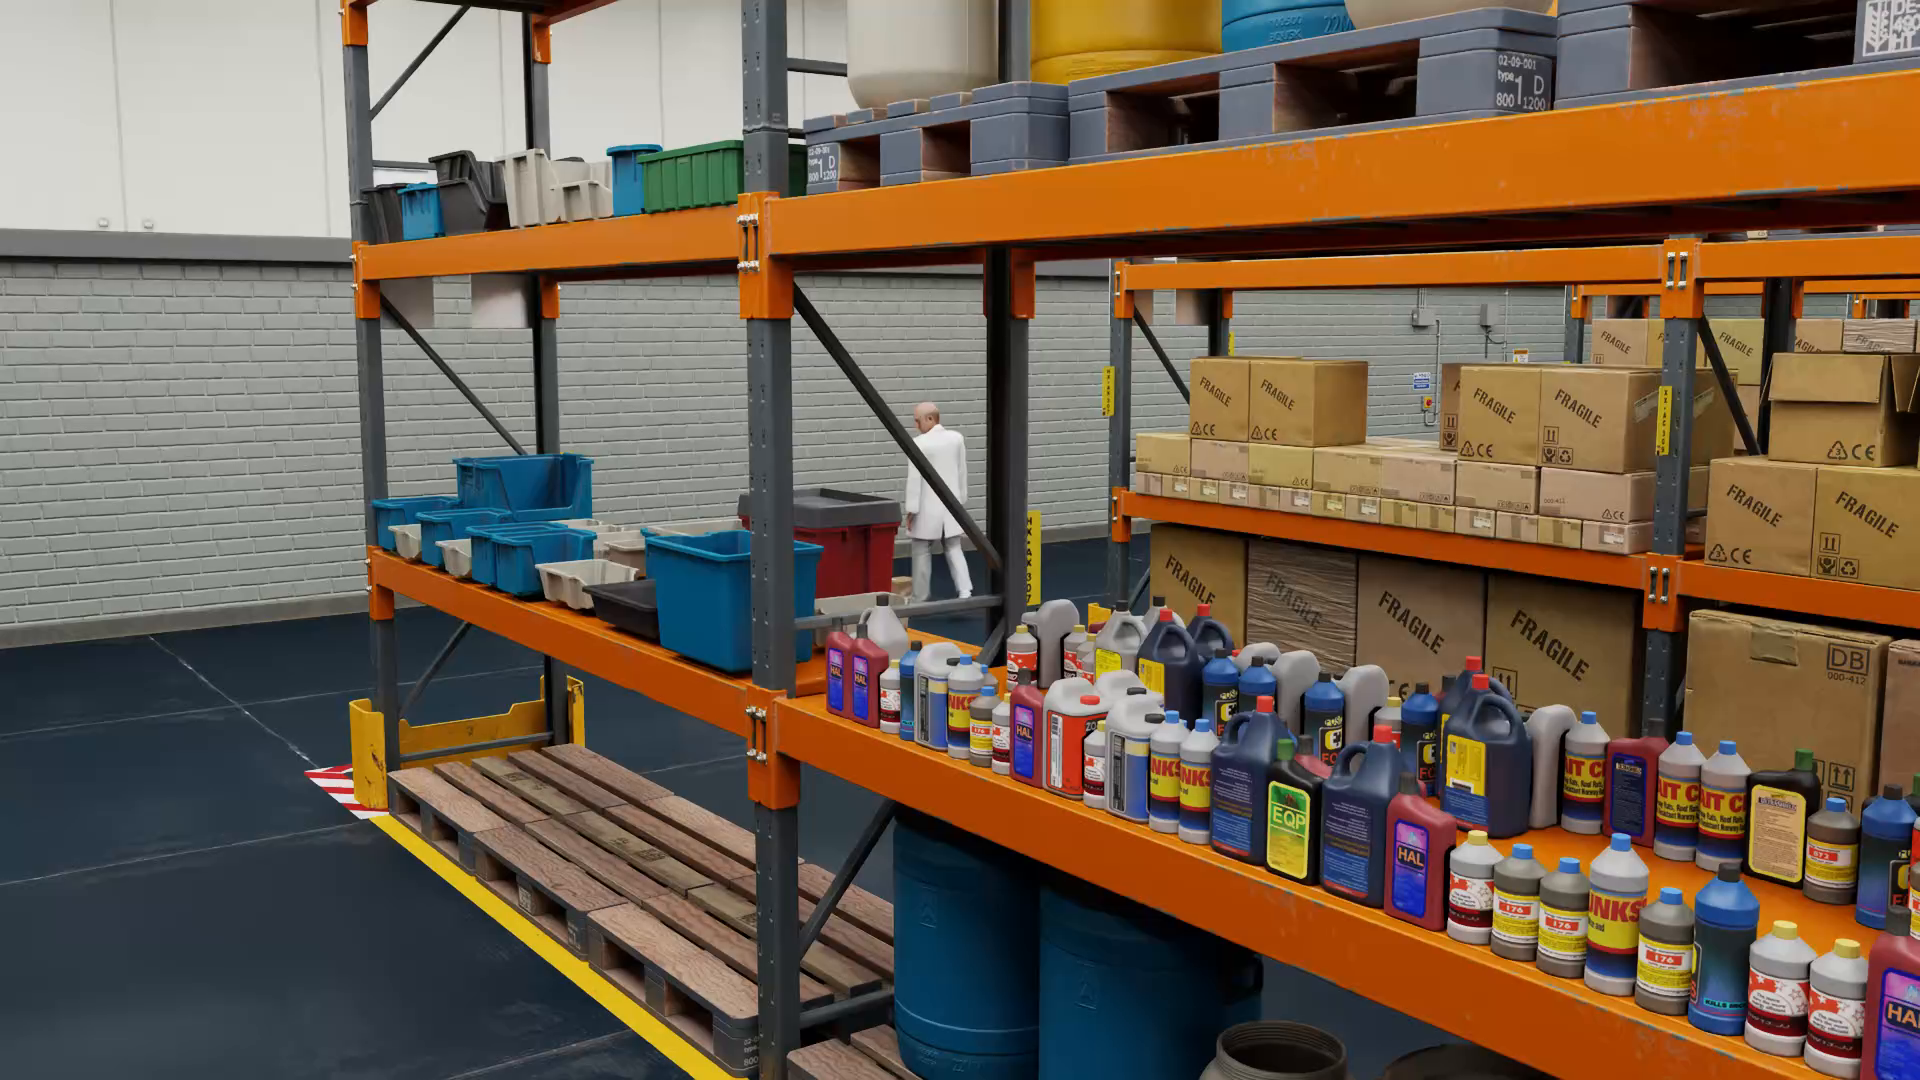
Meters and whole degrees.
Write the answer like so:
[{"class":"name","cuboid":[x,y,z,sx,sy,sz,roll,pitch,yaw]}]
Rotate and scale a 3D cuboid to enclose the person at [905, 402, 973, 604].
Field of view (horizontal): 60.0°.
[{"class":"person","cuboid":[-0.197,-0.185,13.661,0.631,1.630,0.800,-4,9,-29]}]
